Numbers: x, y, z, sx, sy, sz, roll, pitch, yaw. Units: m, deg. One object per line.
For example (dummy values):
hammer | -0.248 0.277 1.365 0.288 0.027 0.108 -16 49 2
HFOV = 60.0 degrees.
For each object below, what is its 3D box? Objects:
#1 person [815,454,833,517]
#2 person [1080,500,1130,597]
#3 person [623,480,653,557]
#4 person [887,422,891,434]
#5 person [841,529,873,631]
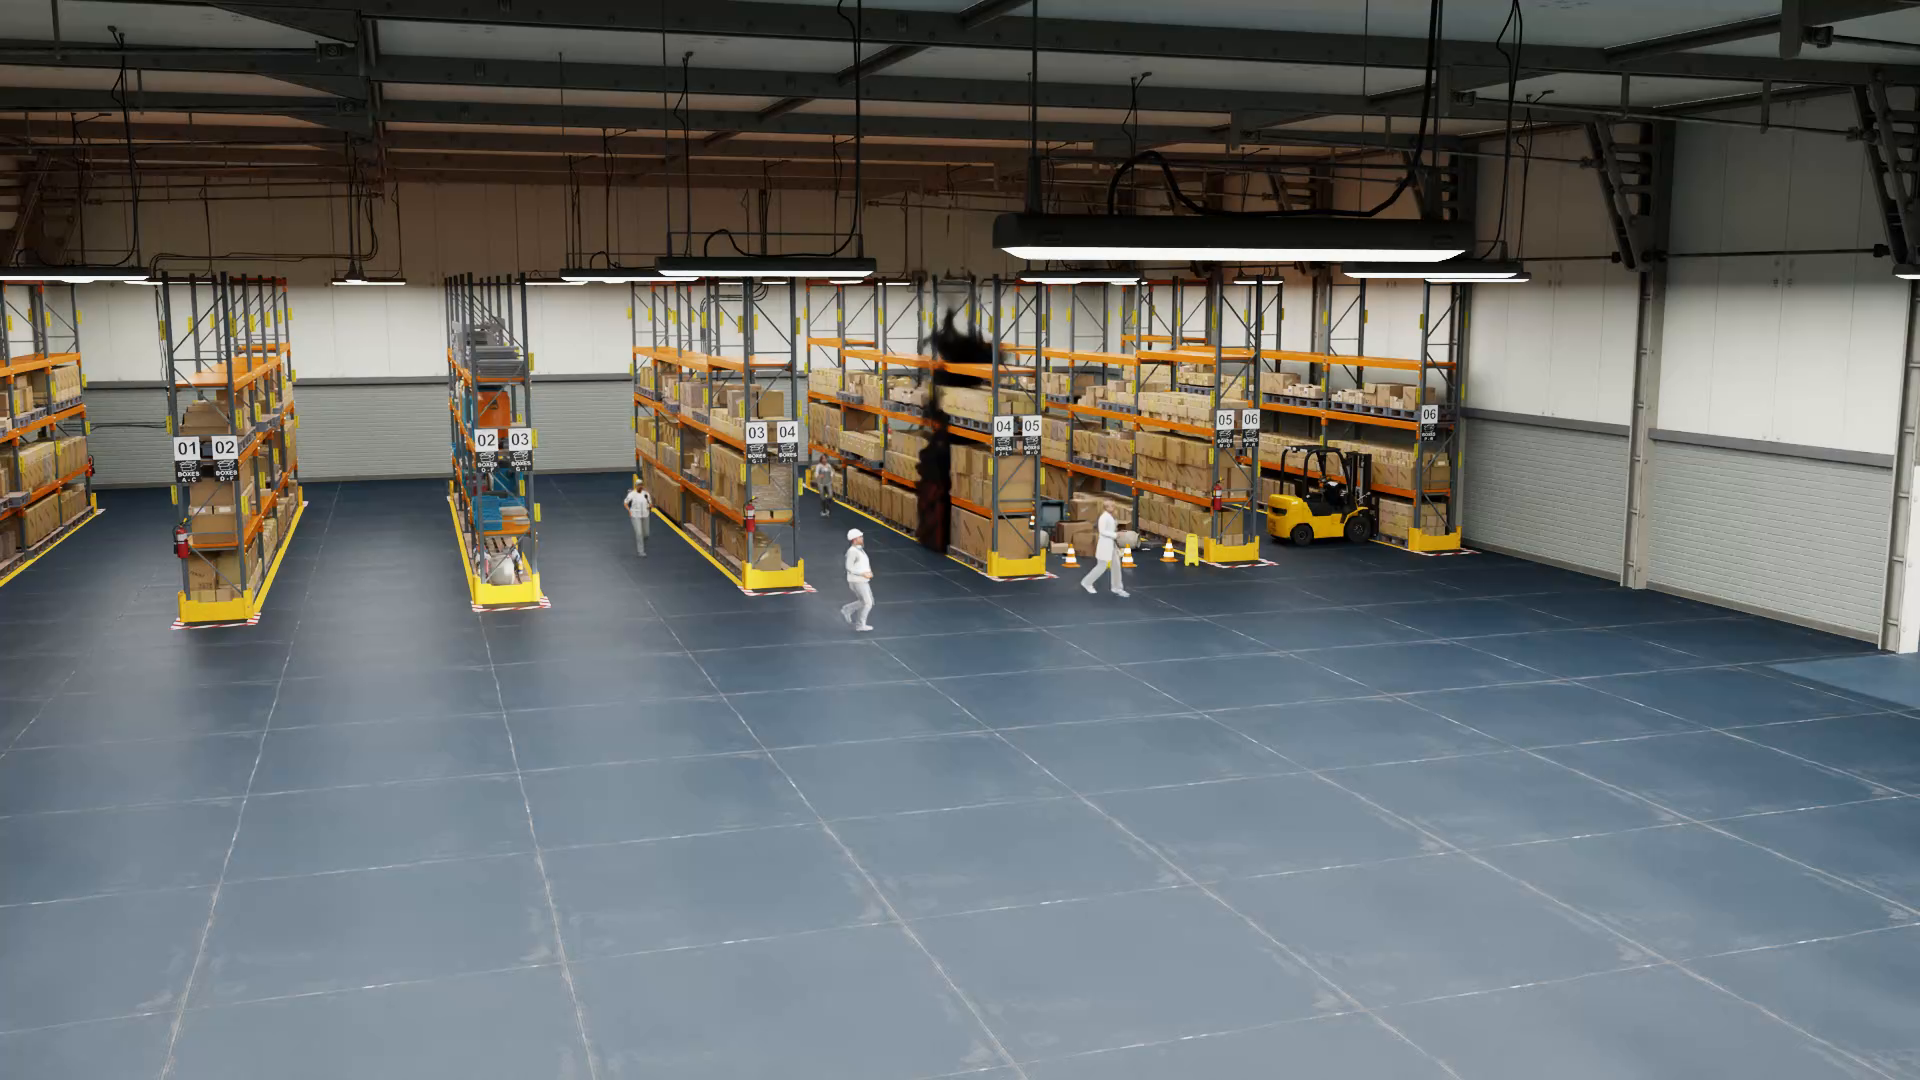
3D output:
person | -3.385 -1.360 41.798 0.519 1.578 0.615 -3 9 -19
person | 2.731 0.152 31.153 0.934 1.821 0.733 4 9 23
person | -6.922 -0.492 35.924 0.620 1.632 0.784 -5 10 -28
person | -2.124 -2.712 50.487 0.837 1.765 0.611 -4 9 -23
person | -1.734 0.669 27.954 0.612 1.721 0.657 1 9 9
